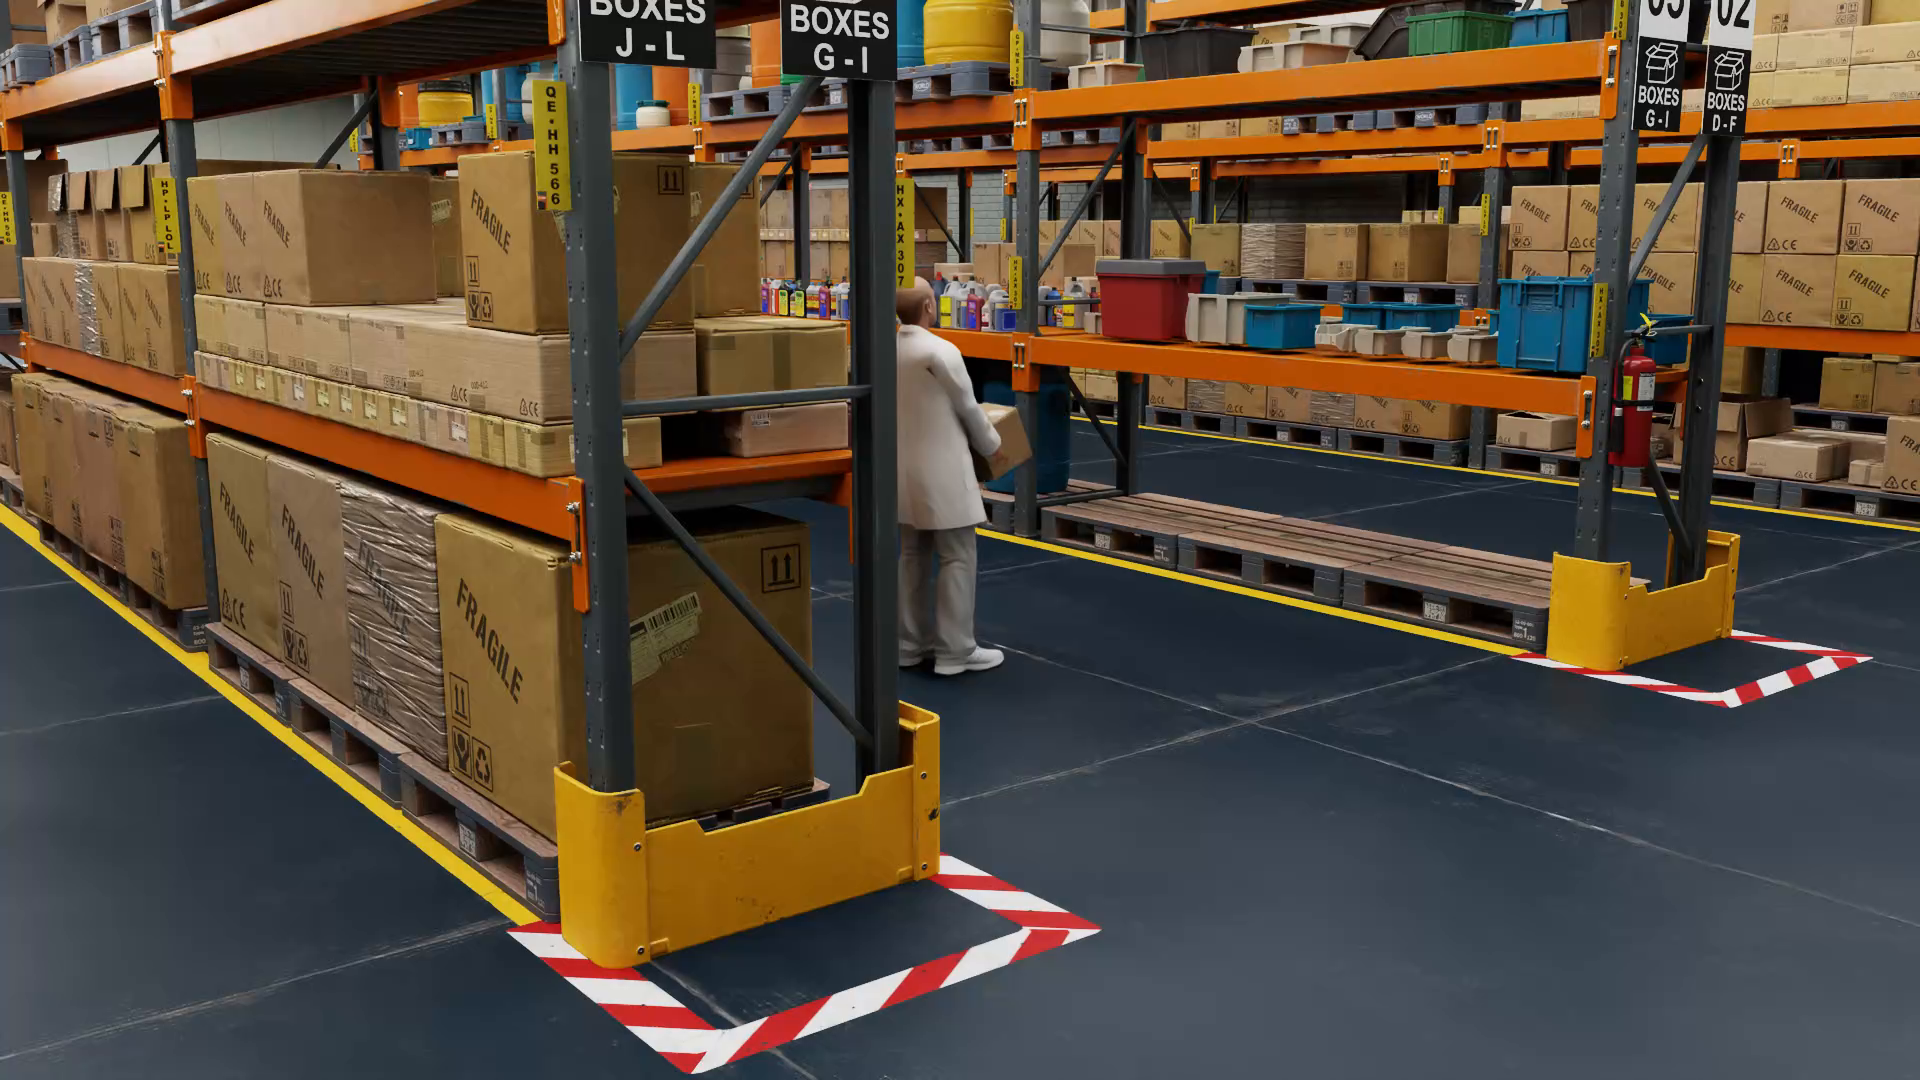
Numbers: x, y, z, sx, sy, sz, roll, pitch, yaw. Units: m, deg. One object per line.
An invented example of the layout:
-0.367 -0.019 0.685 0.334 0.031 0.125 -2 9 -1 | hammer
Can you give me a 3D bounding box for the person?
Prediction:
-0.073 -0.307 7.577 0.550 1.779 0.544 -10 15 -44 | person
